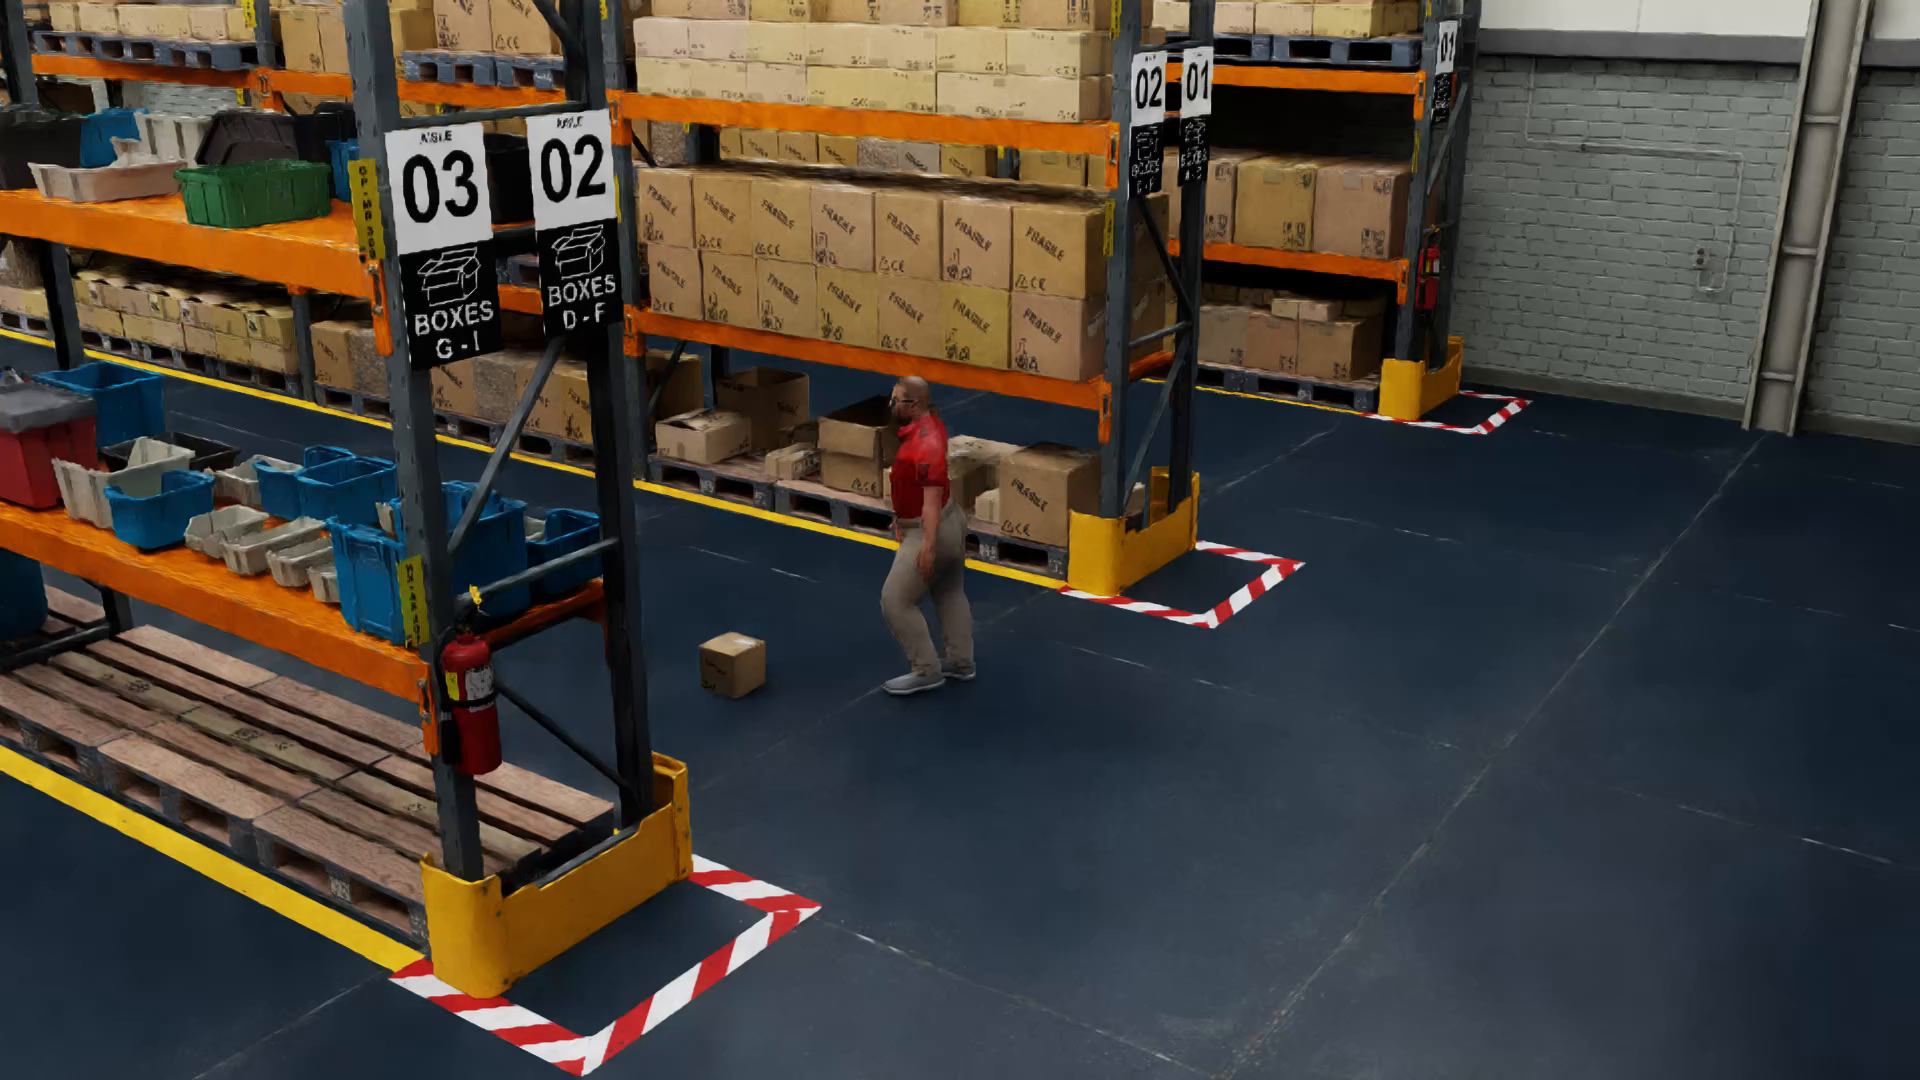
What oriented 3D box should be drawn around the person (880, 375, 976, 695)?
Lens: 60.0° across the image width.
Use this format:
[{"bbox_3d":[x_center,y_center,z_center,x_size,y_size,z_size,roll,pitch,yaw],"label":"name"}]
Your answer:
[{"bbox_3d":[-0.171,-0.021,8.652,0.483,1.706,0.667,3,20,8],"label":"person"}]
